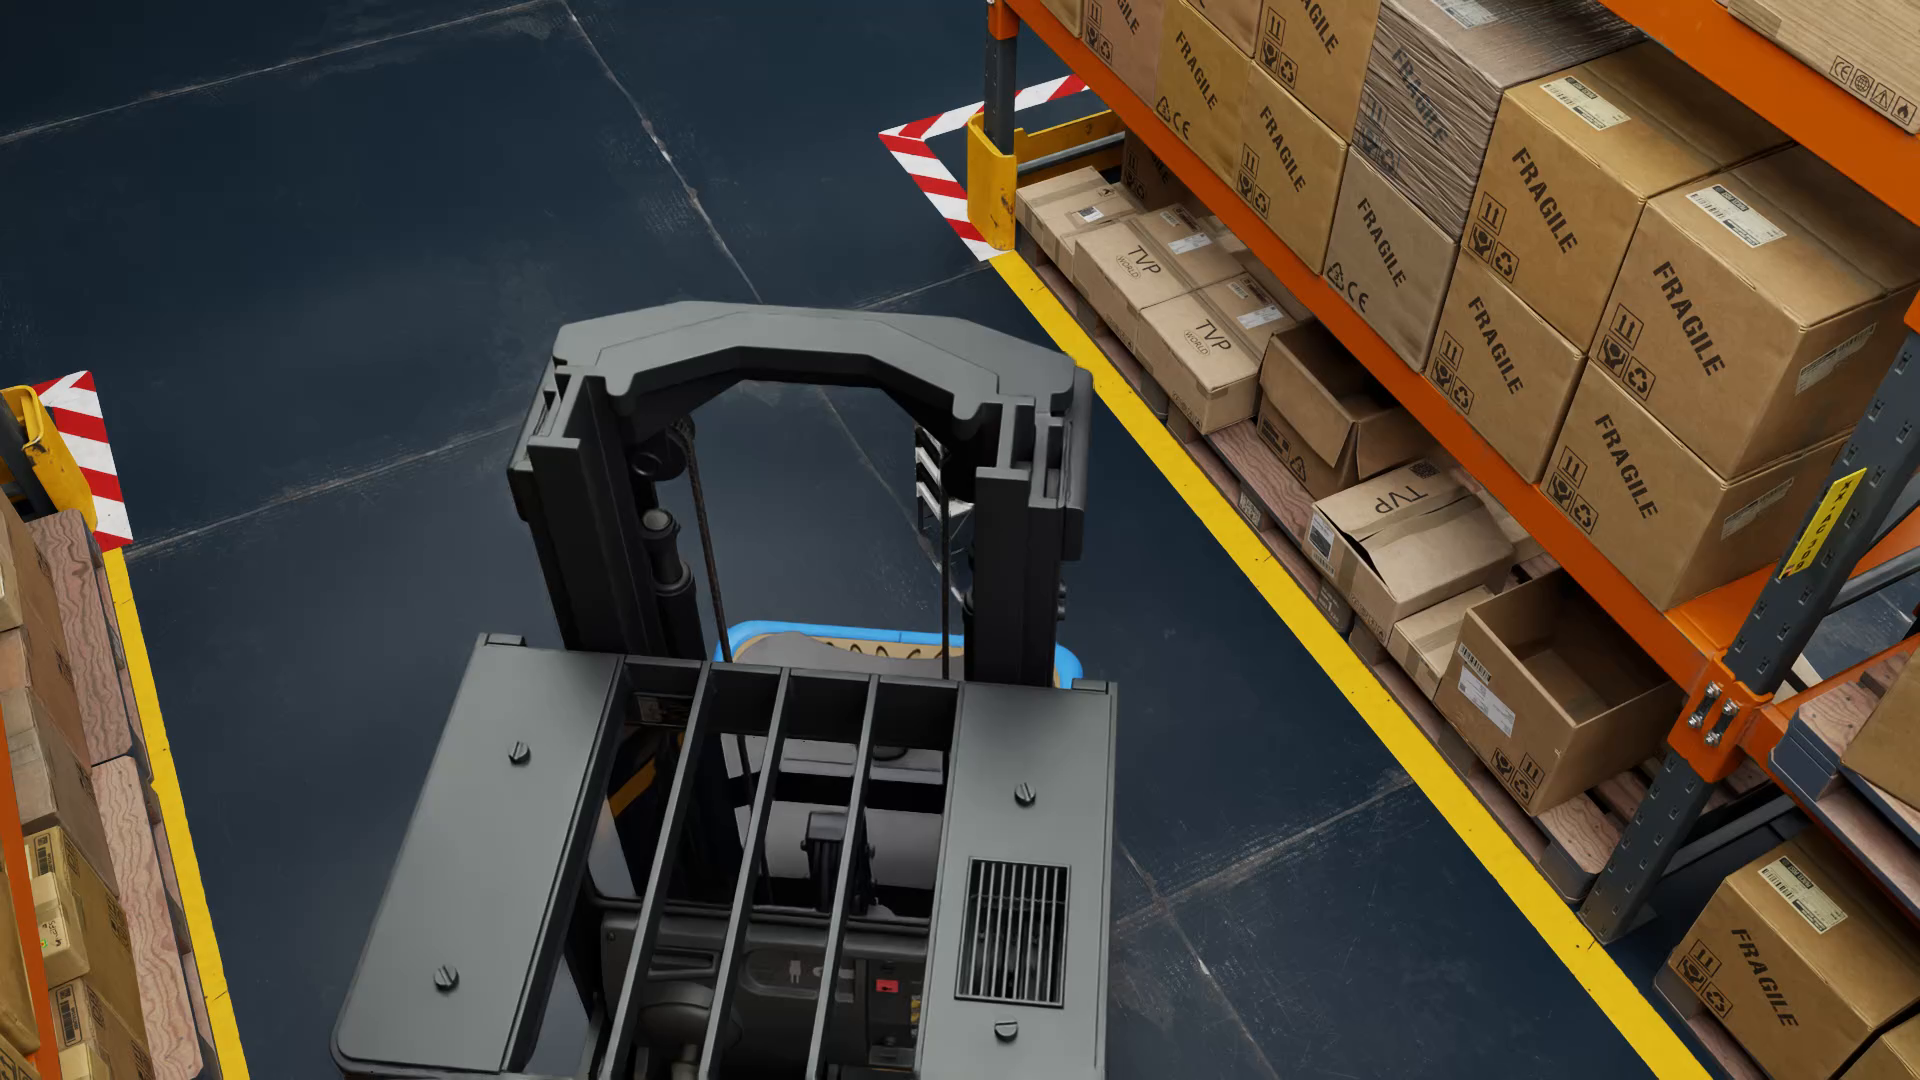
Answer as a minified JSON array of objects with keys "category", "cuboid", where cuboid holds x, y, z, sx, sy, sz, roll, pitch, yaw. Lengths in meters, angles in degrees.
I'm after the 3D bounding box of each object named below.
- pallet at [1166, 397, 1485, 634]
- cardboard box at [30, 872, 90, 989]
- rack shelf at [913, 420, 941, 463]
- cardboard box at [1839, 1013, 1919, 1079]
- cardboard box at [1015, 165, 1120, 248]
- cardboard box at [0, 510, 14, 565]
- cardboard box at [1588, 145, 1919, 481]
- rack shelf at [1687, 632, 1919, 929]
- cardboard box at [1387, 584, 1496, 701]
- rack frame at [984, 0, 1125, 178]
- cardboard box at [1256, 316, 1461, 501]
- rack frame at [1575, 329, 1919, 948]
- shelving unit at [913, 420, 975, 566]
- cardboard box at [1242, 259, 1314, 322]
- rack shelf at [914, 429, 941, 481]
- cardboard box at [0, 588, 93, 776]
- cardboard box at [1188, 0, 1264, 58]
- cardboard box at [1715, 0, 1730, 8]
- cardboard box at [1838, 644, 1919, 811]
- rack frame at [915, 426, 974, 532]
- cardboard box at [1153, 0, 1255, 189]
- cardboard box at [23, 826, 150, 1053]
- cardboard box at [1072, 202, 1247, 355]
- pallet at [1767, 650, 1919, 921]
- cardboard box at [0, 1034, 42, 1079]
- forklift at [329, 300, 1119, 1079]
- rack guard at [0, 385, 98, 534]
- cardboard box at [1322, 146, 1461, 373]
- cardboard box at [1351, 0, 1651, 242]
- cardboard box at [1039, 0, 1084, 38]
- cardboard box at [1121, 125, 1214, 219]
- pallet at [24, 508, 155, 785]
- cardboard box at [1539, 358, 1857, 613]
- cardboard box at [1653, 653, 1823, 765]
[{"category":"pallet","cuboid":[1.528,-0.300,6.372,1.003,0.211,1.213,-21,52,-18]},{"category":"cardboard box","cuboid":[-2.484,1.063,4.279,0.380,0.149,0.250,-23,53,-19]},{"category":"rack shelf","cuboid":[-0.004,-0.398,5.806,0.258,0.077,0.200,-21,52,-18]},{"category":"cardboard box","cuboid":[2.662,1.499,4.315,0.500,0.500,0.500,-20,52,-17]},{"category":"cardboard box","cuboid":[0.459,-1.425,7.105,0.380,0.149,0.250,-21,52,-18]},{"category":"cardboard box","cuboid":[-3.200,0.020,5.191,0.380,0.149,0.250,-22,52,-18]},{"category":"cardboard box","cuboid":[1.942,-0.552,4.009,0.500,0.500,0.500,-21,52,-17]},{"category":"rack shelf","cuboid":[3.319,1.635,3.305,1.077,0.370,4.000,-21,52,-18]},{"category":"cardboard box","cuboid":[1.666,0.340,5.562,0.380,0.149,0.250,-21,52,-18]},{"category":"rack frame","cuboid":[0.573,-2.617,6.546,1.000,3.000,0.127,-21,52,-18]},{"category":"cardboard box","cuboid":[1.539,-0.519,6.077,0.797,0.503,0.637,-21,52,-18]},{"category":"rack frame","cuboid":[2.404,0.060,4.205,1.000,3.000,0.127,-21,52,-18]},{"category":"shelving unit","cuboid":[-0.004,-0.302,5.916,0.258,0.900,0.210,-21,52,-18]},{"category":"cardboard box","cuboid":[1.449,-0.932,6.607,0.500,0.250,0.500,-21,52,-18]},{"category":"rack shelf","cuboid":[-0.004,-0.339,5.873,0.258,0.077,0.200,-21,52,-18]},{"category":"cardboard box","cuboid":[-3.191,0.545,5.162,0.700,0.500,0.500,-21,52,-18]},{"category":"cardboard box","cuboid":[1.012,-1.908,5.195,0.500,0.500,0.500,-21,52,-17]},{"category":"cardboard box","cuboid":[1.725,-1.450,3.633,0.500,0.250,0.500,-21,52,-18]},{"category":"cardboard box","cuboid":[2.421,0.283,3.665,0.500,0.500,0.700,35,58,27]},{"category":"rack frame","cuboid":[-0.050,-0.370,5.976,0.240,0.900,0.006,-21,52,-18]},{"category":"cardboard box","cuboid":[1.010,-1.582,5.574,0.500,0.500,0.500,-21,52,-18]},{"category":"cardboard box","cuboid":[-2.710,1.236,4.558,0.700,0.500,0.500,-20,52,-17]},{"category":"cardboard box","cuboid":[0.799,-1.061,6.719,0.500,0.250,0.500,-21,52,-18]},{"category":"pallet","cuboid":[2.672,0.695,3.777,1.003,0.211,1.213,-21,52,-18]},{"category":"cardboard box","cuboid":[-2.233,1.301,2.920,0.980,0.700,0.700,-20,52,-17]},{"category":"forklift","cuboid":[-0.305,1.099,3.341,1.130,2.935,3.031,4,49,4]},{"category":"rack guard","cuboid":[-3.841,-0.102,6.007,1.175,0.500,0.348,-21,52,-18]},{"category":"cardboard box","cuboid":[1.472,-0.907,4.984,0.500,0.500,0.500,-20,52,-17]},{"category":"cardboard box","cuboid":[1.475,-1.231,4.603,0.500,0.500,0.500,-21,52,-17]},{"category":"cardboard box","cuboid":[0.542,-2.262,6.170,0.500,0.500,0.500,-20,52,-17]},{"category":"cardboard box","cuboid":[1.041,-1.660,7.078,0.500,0.500,0.500,-21,52,-18]},{"category":"pallet","cuboid":[-3.394,0.518,5.657,1.003,0.211,1.213,-21,52,-18]},{"category":"cardboard box","cuboid":[1.947,-0.219,4.383,0.500,0.500,0.500,-20,52,-17]},{"category":"cardboard box","cuboid":[2.404,0.445,5.362,0.500,0.311,0.500,-21,52,-18]}]
